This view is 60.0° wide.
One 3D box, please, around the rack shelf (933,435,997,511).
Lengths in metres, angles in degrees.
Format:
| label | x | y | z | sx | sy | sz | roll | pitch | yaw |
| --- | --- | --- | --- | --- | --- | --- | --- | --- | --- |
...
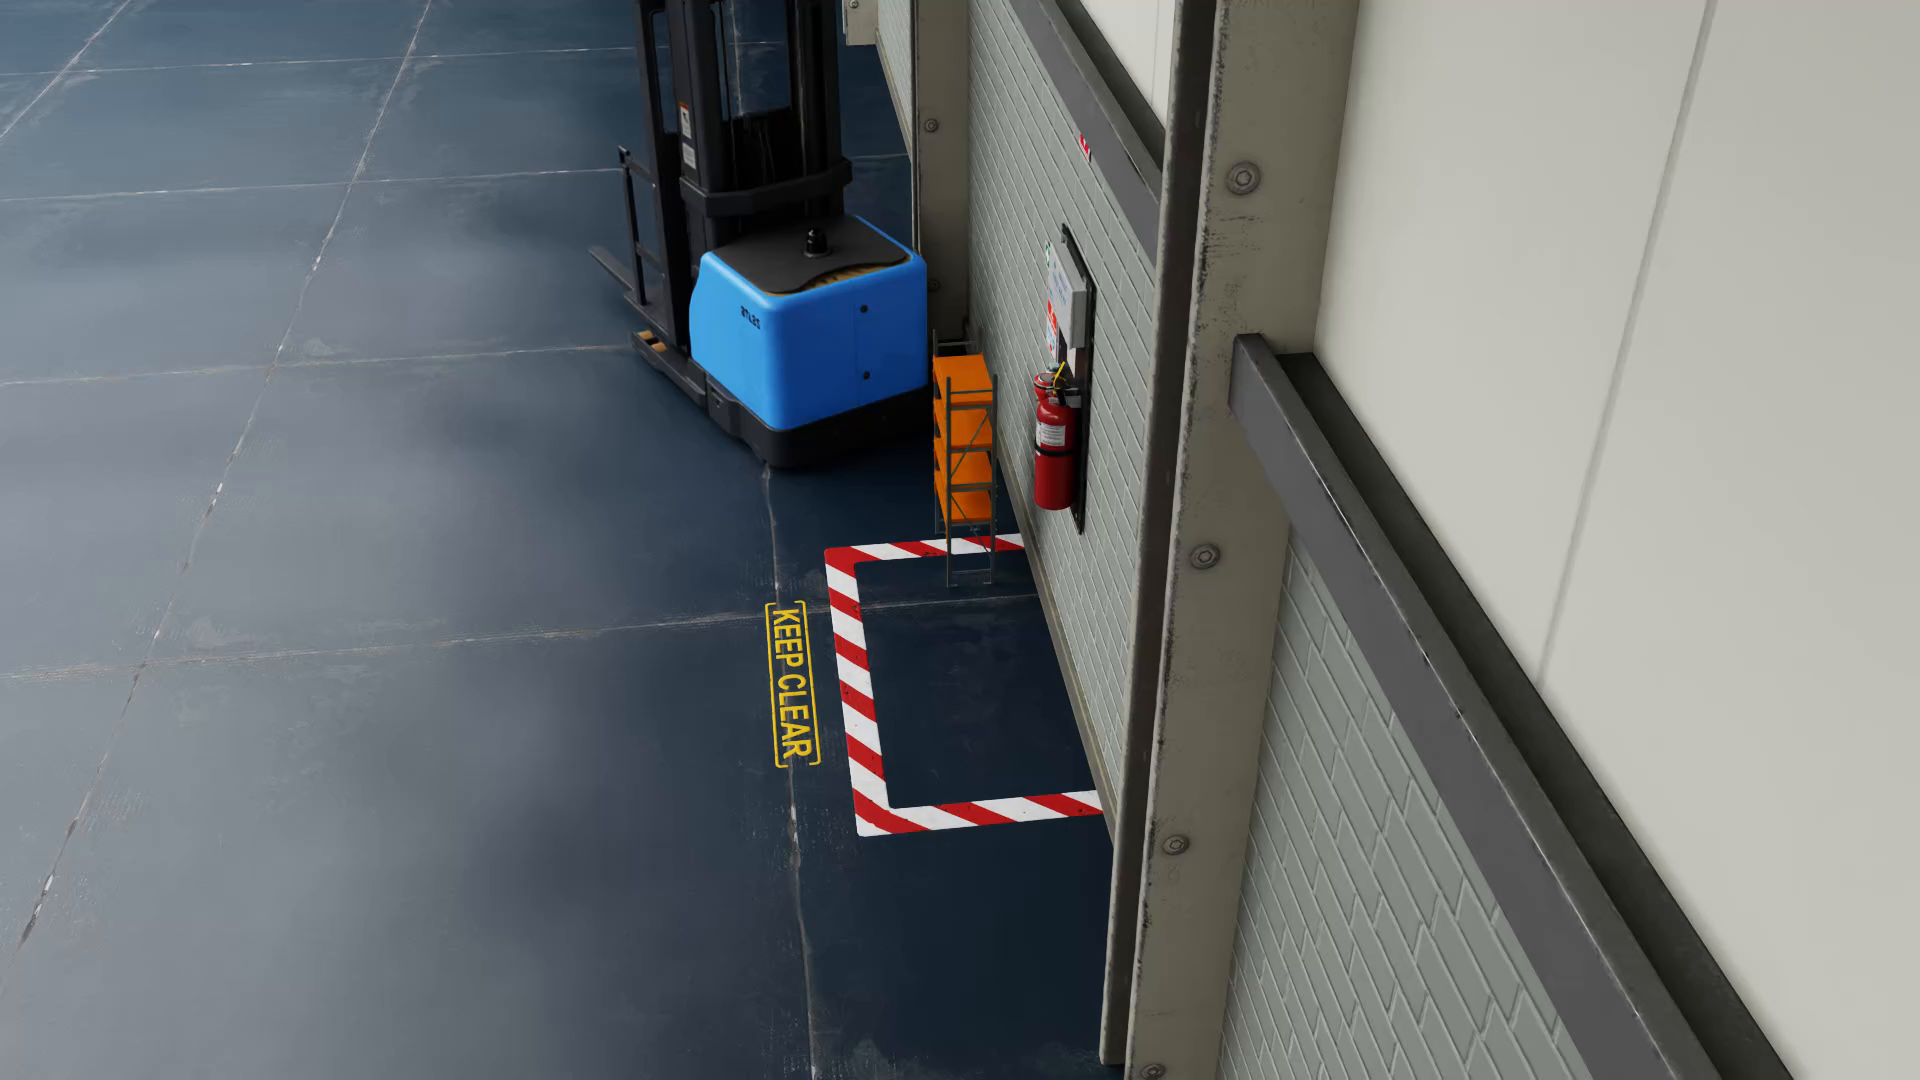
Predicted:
| label | x | y | z | sx | sy | sz | roll | pitch | yaw |
| --- | --- | --- | --- | --- | --- | --- | --- | --- | --- |
| rack shelf | 0.022 | -0.348 | 8.314 | 0.258 | 0.148 | 0.480 | -4 | 35 | -6 |

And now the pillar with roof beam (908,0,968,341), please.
| label | x | y | z | sx | sy | sz | roll | pitch | yaw |
| --- | --- | --- | --- | --- | --- | --- | --- | --- | --- |
| pillar with roof beam | -4.390 | -4.786 | 7.782 | 9.100 | 9.000 | 0.400 | -4 | 35 | -6 |

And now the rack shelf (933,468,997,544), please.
| label | x | y | z | sx | sy | sz | roll | pitch | yaw |
| --- | --- | --- | --- | --- | --- | --- | --- | --- | --- |
| rack shelf | 0.022 | -0.184 | 8.426 | 0.258 | 0.148 | 0.480 | -4 | 35 | -6 |

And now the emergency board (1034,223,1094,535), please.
| label | x | y | z | sx | sy | sz | roll | pitch | yaw |
| --- | --- | --- | --- | --- | --- | --- | --- | --- | --- |
| emergency board | 0.388 | -0.666 | 7.064 | 0.194 | 1.169 | 0.643 | -4 | 35 | -6 |

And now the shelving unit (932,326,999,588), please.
| label | x | y | z | sx | sy | sz | roll | pitch | yaw |
| --- | --- | --- | --- | --- | --- | --- | --- | --- | --- |
| shelving unit | 0.022 | -0.403 | 8.277 | 0.258 | 1.200 | 0.503 | -4 | 35 | -6 |

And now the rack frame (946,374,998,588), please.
| label | x | y | z | sx | sy | sz | roll | pitch | yaw |
| --- | --- | --- | --- | --- | --- | --- | --- | --- | --- |
| rack frame | 0.055 | -0.267 | 8.077 | 0.240 | 1.200 | 0.015 | -4 | 35 | -6 |

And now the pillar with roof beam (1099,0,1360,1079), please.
| label | x | y | z | sx | sy | sz | roll | pitch | yaw |
| --- | --- | --- | --- | --- | --- | --- | --- | --- | --- |
| pillar with roof beam | -3.583 | -1.437 | 2.869 | 9.100 | 9.000 | 0.400 | -4 | 35 | -6 |

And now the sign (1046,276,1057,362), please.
| label | x | y | z | sx | sy | sz | roll | pitch | yaw |
| --- | --- | --- | --- | --- | --- | --- | --- | --- | --- |
| sign | 0.416 | -0.997 | 7.518 | 0.001 | 0.329 | 0.234 | -4 | 35 | -6 |

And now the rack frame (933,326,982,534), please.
| label | x | y | z | sx | sy | sz | roll | pitch | yaw |
| --- | --- | --- | --- | --- | --- | --- | --- | --- | --- |
| rack frame | -0.011 | -0.540 | 8.476 | 0.240 | 1.200 | 0.015 | -4 | 35 | -6 |

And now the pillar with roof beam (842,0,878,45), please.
| label | x | y | z | sx | sy | sz | roll | pitch | yaw |
| --- | --- | --- | --- | --- | --- | --- | --- | --- | --- |
| pillar with roof beam | -5.197 | -8.134 | 12.695 | 9.100 | 9.000 | 0.400 | -4 | 35 | -6 |

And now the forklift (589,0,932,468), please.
| label | x | y | z | sx | sy | sz | roll | pitch | yaw |
| --- | --- | --- | --- | --- | --- | --- | --- | --- | --- |
| forklift | -1.399 | -2.398 | 9.666 | 1.130 | 2.935 | 3.031 | -21 | 39 | -27 |

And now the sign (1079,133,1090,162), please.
| label | x | y | z | sx | sy | sz | roll | pitch | yaw |
| --- | --- | --- | --- | --- | --- | --- | --- | --- | --- |
| sign | 0.485 | -1.636 | 6.429 | 0.001 | 0.298 | 0.199 | -4 | 35 | -6 |

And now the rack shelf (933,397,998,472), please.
| label | x | y | z | sx | sy | sz | roll | pitch | yaw |
| --- | --- | --- | --- | --- | --- | --- | --- | --- | --- |
| rack shelf | 0.022 | -0.533 | 8.189 | 0.258 | 0.148 | 0.480 | -4 | 35 | -6 |

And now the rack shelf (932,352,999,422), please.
| label | x | y | z | sx | sy | sz | roll | pitch | yaw |
| --- | --- | --- | --- | --- | --- | --- | --- | --- | --- |
| rack shelf | 0.022 | -0.728 | 8.055 | 0.258 | 0.148 | 0.480 | -4 | 35 | -6 |

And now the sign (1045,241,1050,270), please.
| label | x | y | z | sx | sy | sz | roll | pitch | yaw |
| --- | --- | --- | --- | --- | --- | --- | --- | --- | --- |
| sign | 0.407 | -1.213 | 7.364 | 0.001 | 0.109 | 0.331 | -4 | 35 | -6 |
